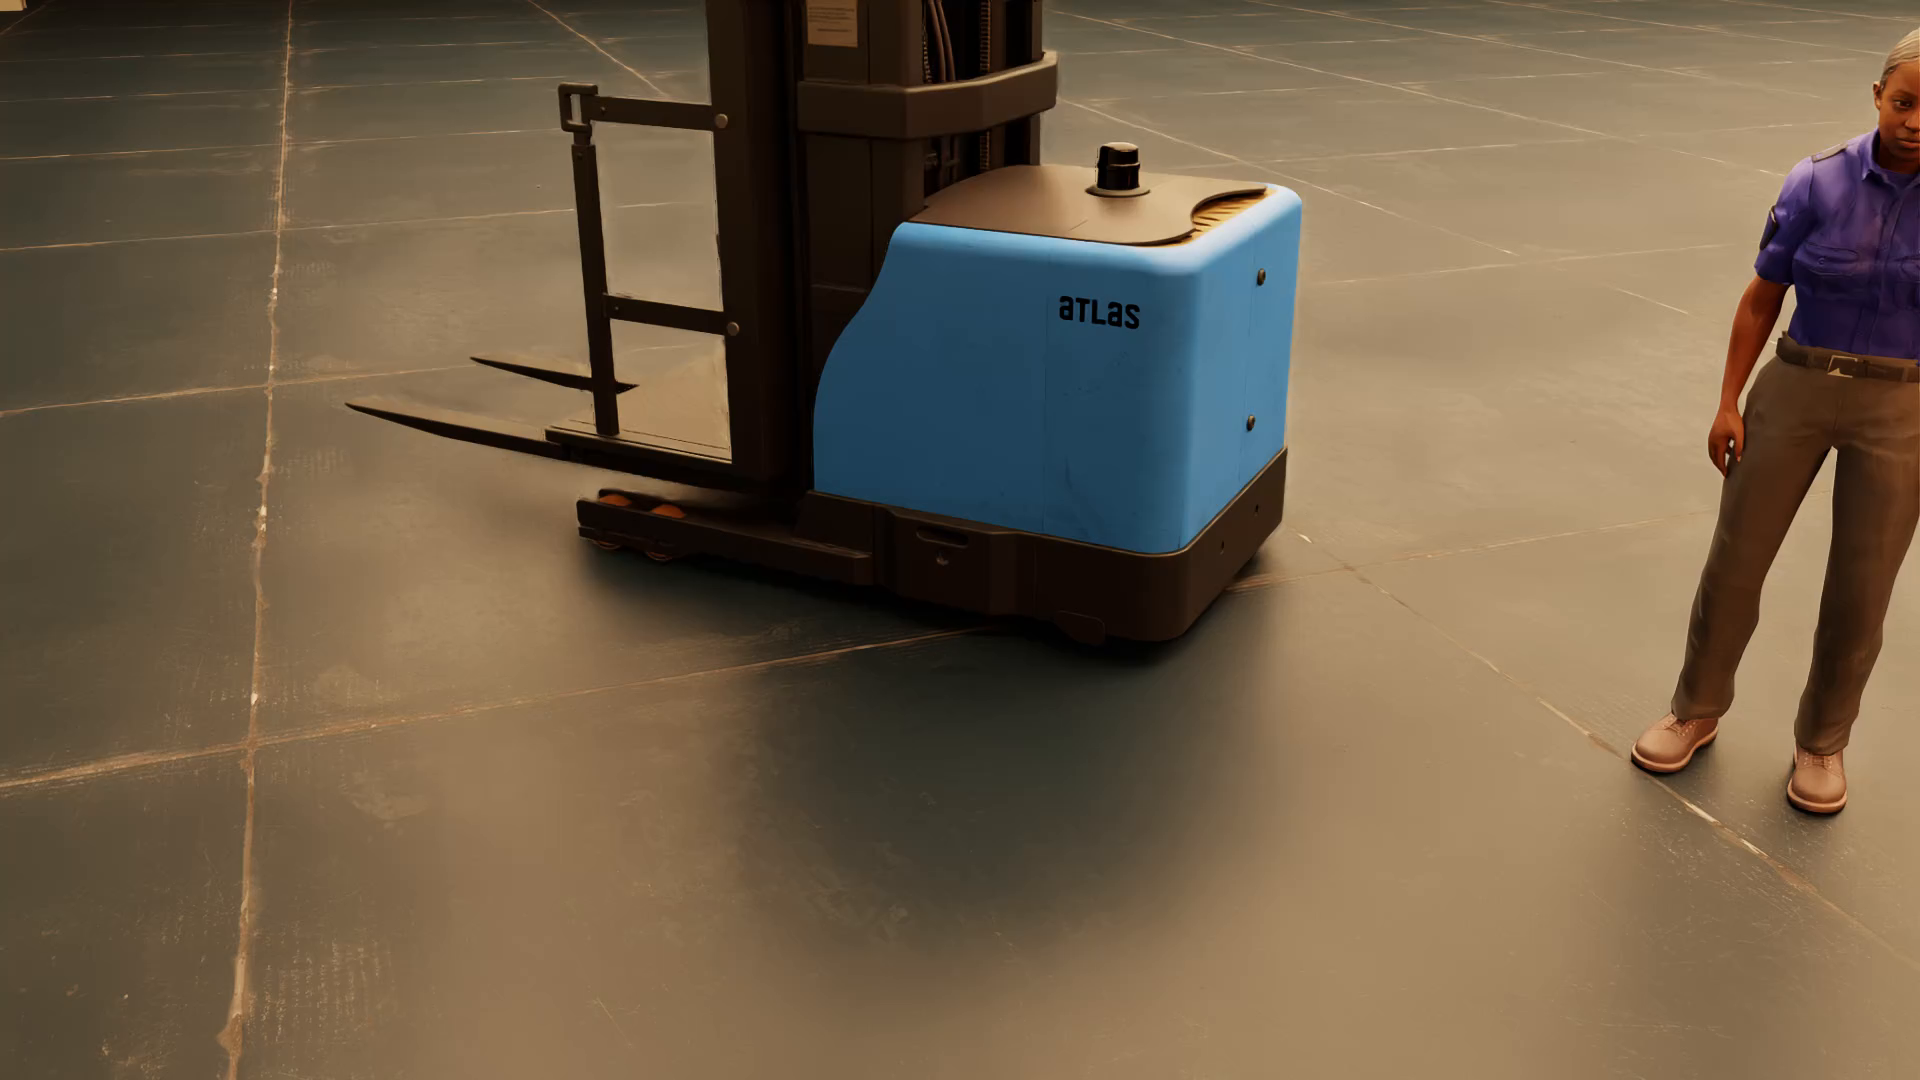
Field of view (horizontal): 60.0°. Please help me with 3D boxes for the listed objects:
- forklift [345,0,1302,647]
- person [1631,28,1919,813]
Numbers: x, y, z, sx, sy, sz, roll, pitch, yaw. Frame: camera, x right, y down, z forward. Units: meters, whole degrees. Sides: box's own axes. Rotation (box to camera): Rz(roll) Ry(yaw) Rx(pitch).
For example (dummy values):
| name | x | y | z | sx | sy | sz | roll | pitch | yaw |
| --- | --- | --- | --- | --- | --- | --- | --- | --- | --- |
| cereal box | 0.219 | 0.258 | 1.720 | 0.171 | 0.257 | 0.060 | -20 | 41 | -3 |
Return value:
| name | x | y | z | sx | sy | sz | roll | pitch | yaw |
| --- | --- | --- | --- | --- | --- | --- | --- | --- | --- |
| forklift | -0.575 | -1.456 | 4.761 | 3.031 | 2.935 | 1.130 | 11 | 25 | 25 |
| person | 1.845 | -0.239 | 3.517 | 0.527 | 1.653 | 0.348 | 13 | 26 | 29 |
